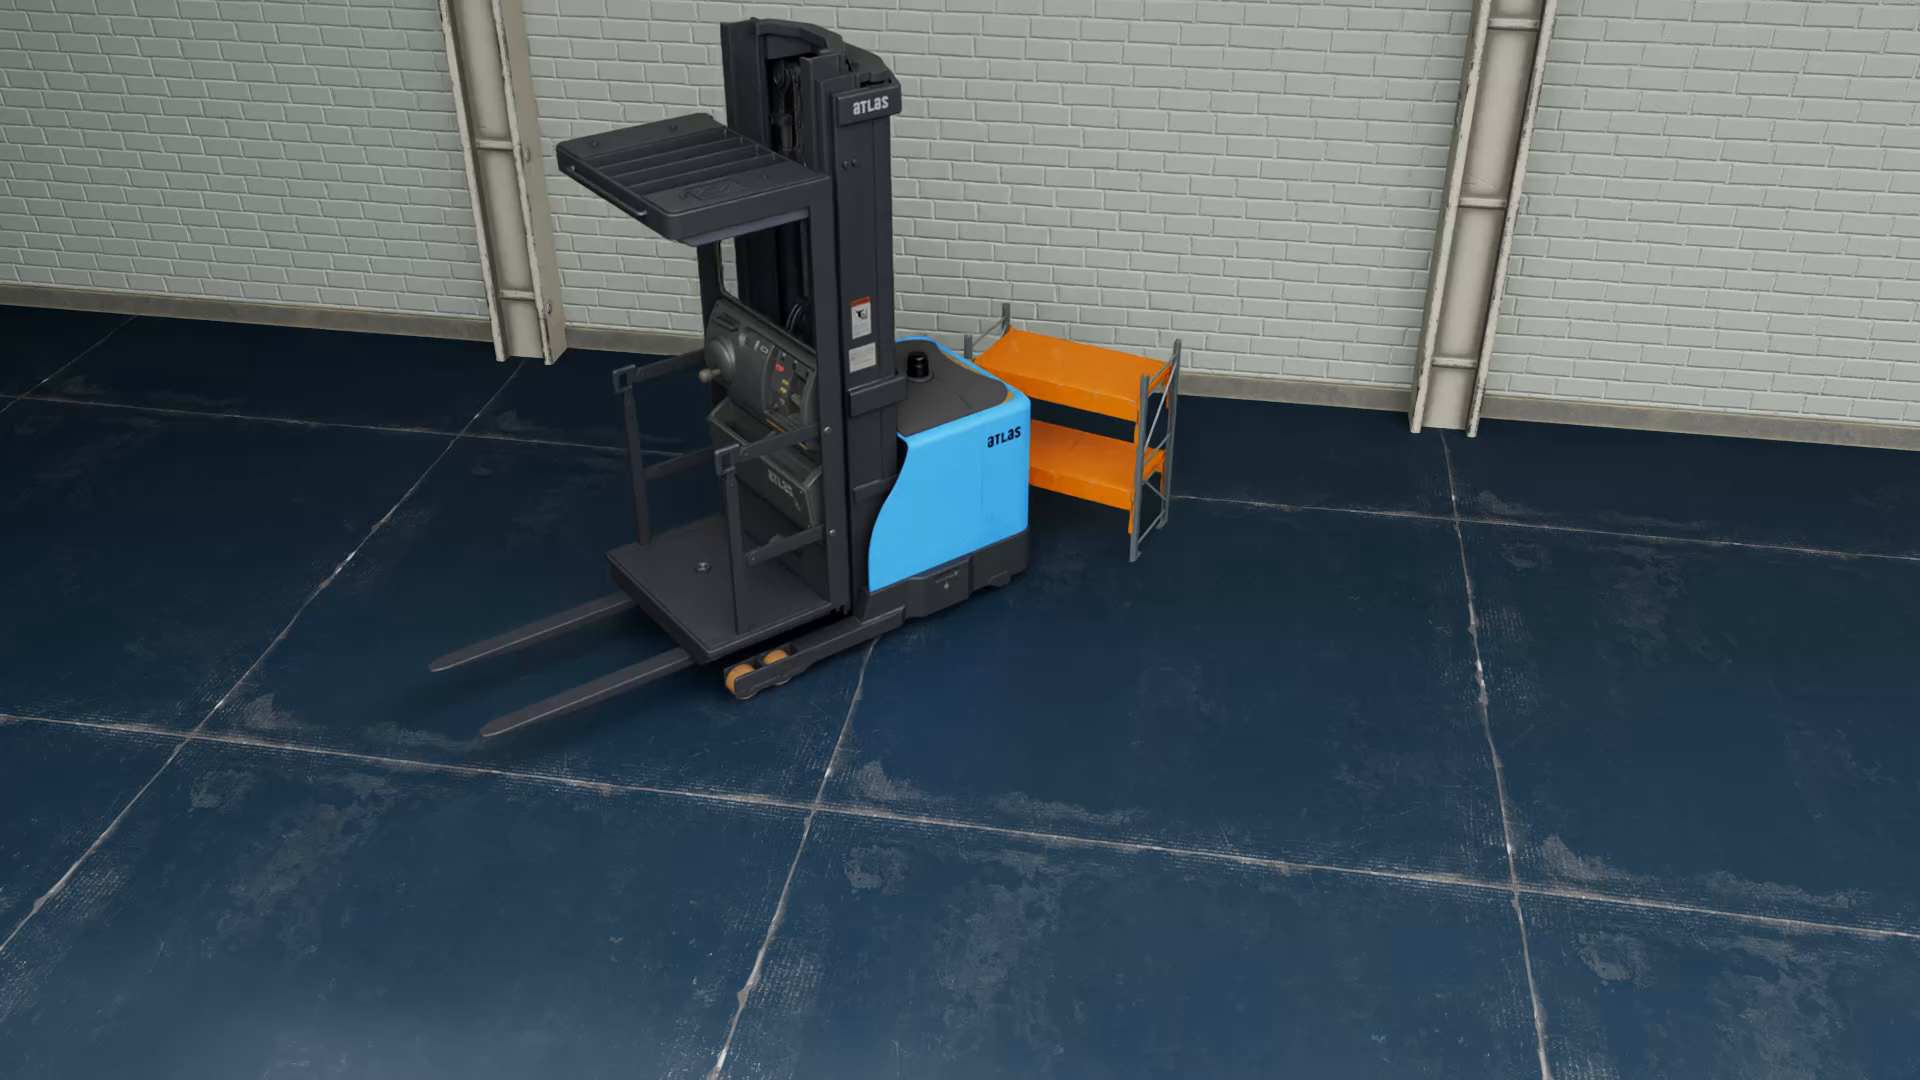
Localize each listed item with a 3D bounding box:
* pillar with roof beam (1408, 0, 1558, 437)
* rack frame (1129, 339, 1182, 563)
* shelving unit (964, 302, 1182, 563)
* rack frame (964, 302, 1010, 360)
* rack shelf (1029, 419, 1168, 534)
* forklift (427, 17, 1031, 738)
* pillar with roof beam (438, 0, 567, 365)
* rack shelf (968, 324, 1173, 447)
[{"bbox_3d":[2.293,-2.295,4.436,0.400,9.000,9.100,5,32,8],"label":"pillar with roof beam"},{"bbox_3d":[1.050,-0.474,8.948,0.032,1.125,0.500,15,35,23],"label":"rack frame"},{"bbox_3d":[0.600,-0.599,9.147,1.048,1.125,0.538,15,35,23],"label":"shelving unit"},{"bbox_3d":[0.149,-0.724,9.347,0.032,1.125,0.500,15,35,23],"label":"rack frame"},{"bbox_3d":[0.600,-0.392,9.277,1.000,0.278,0.538,15,35,23],"label":"rack shelf"},{"bbox_3d":[-1.112,-0.793,7.755,3.031,2.935,1.130,-21,38,-30],"label":"forklift"},{"bbox_3d":[-3.621,-2.831,5.291,0.400,9.000,9.100,5,32,8],"label":"pillar with roof beam"},{"bbox_3d":[0.600,-0.847,8.992,1.000,0.278,0.538,15,35,23],"label":"rack shelf"}]
